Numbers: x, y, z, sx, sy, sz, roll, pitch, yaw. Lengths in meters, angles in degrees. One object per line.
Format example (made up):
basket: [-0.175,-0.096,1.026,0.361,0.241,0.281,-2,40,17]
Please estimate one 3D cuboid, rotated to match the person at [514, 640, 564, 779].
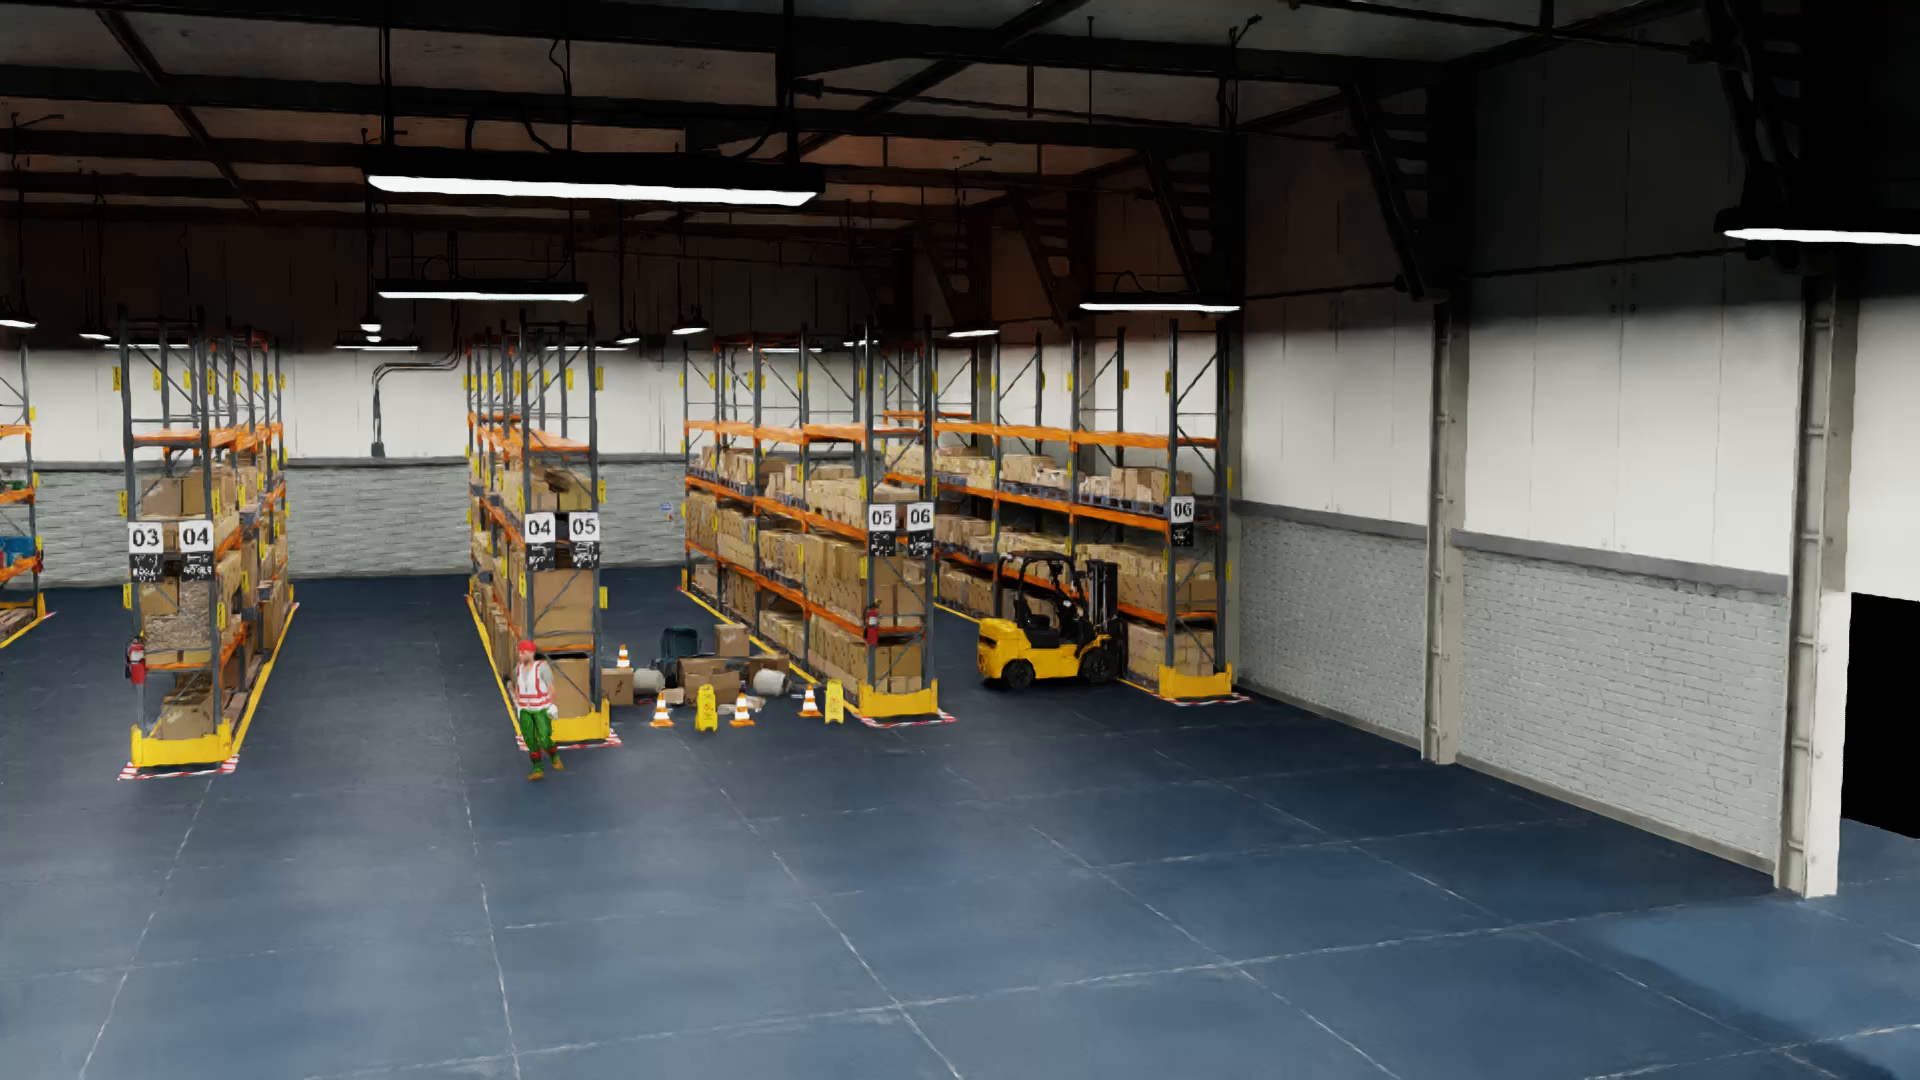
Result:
person: [-5.344,2.126,21.054,0.587,1.780,0.573,2,6,16]
